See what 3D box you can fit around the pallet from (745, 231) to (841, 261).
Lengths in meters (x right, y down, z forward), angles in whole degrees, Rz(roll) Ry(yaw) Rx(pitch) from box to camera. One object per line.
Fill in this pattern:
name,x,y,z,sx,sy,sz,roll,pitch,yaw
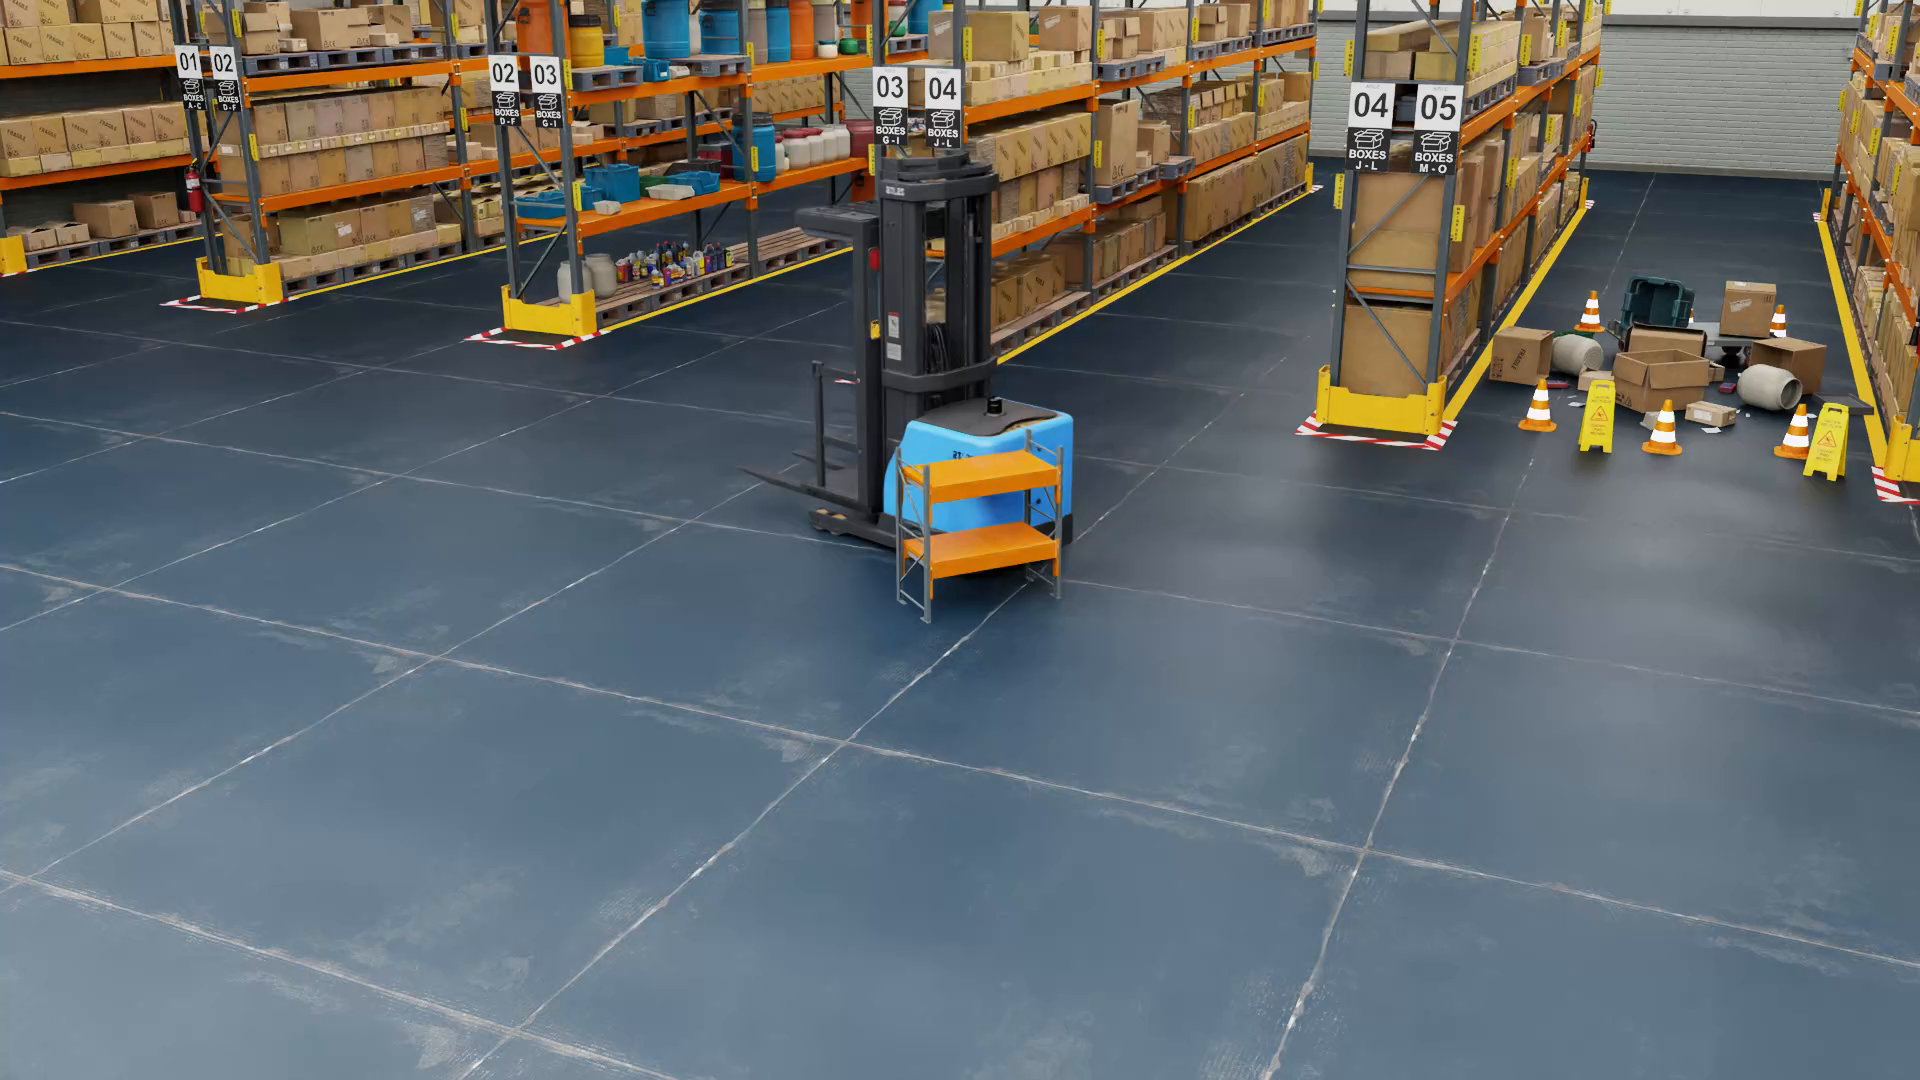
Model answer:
pallet,-2.519,-4.460,25.194,1.003,0.211,1.213,9,21,23

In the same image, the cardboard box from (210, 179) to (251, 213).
cardboard box,-12.056,-5.770,27.791,0.700,0.500,0.500,9,22,25

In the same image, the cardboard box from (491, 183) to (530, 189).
cardboard box,-7.294,-5.630,26.962,0.500,0.311,0.500,8,21,22

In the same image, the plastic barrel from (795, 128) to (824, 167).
plastic barrel,-2.234,-5.837,24.702,0.433,0.535,0.433,0,20,0

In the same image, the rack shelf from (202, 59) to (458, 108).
rack shelf,-8.640,-6.298,22.798,1.077,0.370,4.000,9,21,23

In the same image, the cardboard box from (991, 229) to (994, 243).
cardboard box,0.147,-3.336,18.247,0.380,0.149,0.250,9,21,23

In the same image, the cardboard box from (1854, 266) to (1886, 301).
cardboard box,11.654,-3.126,20.576,0.950,0.372,0.625,7,21,19

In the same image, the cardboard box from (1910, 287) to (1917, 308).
cardboard box,8.781,-2.168,14.963,0.380,0.149,0.250,9,21,24

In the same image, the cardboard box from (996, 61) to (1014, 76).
cardboard box,0.366,-5.142,18.102,0.380,0.149,0.250,8,21,23

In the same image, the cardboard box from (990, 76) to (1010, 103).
cardboard box,0.216,-4.865,17.918,0.500,0.250,0.500,8,21,21

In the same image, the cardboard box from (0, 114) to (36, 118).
cardboard box,-13.766,-5.908,24.181,0.500,0.500,0.500,9,21,23

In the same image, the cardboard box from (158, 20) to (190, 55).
cardboard box,-12.324,-7.794,25.752,0.500,0.500,0.500,9,22,24

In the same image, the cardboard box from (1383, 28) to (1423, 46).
cardboard box,4.306,-4.915,16.246,0.380,0.149,0.250,9,21,23

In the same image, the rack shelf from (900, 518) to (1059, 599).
rack shelf,0.134,0.121,11.681,1.000,0.278,0.538,-9,22,-25

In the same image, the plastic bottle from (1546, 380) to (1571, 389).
plastic bottle,6.260,-1.633,17.469,0.283,0.061,0.133,1,20,4

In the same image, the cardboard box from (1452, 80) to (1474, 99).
cardboard box,4.494,-4.141,15.258,0.380,0.149,0.250,9,21,23

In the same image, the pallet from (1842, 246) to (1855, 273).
pallet,13.285,-4.000,23.901,1.003,0.211,1.213,9,21,23

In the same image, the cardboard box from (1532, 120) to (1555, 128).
cardboard box,8.560,-6.103,24.513,0.380,0.149,0.250,8,21,21

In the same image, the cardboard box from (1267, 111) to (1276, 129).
cardboard box,5.131,-7.248,28.654,0.500,0.250,0.500,8,21,22

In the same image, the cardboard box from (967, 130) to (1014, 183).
cardboard box,0.262,-4.193,18.196,0.500,0.500,0.500,9,21,23

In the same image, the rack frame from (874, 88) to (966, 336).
rack frame,-0.423,-3.252,17.635,1.000,3.000,0.127,9,21,23

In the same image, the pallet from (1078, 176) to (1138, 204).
pallet,1.661,-4.598,21.706,1.003,0.211,1.213,9,21,23

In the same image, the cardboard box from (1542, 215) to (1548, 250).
cardboard box,8.268,-4.499,24.246,0.500,0.500,0.500,8,21,21

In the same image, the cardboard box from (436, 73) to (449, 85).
cardboard box,-9.862,-8.707,31.234,0.500,0.250,0.500,9,21,23

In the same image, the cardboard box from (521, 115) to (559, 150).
cardboard box,-6.855,-6.589,26.872,0.500,0.500,0.500,7,21,20

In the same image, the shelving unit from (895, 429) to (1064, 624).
shelving unit,0.134,-0.110,11.599,1.048,1.125,0.538,-9,22,-25

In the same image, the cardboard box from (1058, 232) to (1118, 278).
cardboard box,1.699,-3.832,22.341,0.700,0.500,0.500,8,21,22

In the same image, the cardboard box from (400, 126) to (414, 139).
cardboard box,-8.052,-5.839,23.793,0.380,0.149,0.250,9,21,23

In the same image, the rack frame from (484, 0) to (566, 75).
rack frame,-4.941,-6.758,18.541,1.000,3.000,0.127,9,21,23

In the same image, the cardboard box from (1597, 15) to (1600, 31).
cardboard box,10.448,-8.677,27.892,0.500,0.250,0.500,8,21,21

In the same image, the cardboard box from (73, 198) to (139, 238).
cardboard box,-13.035,-4.911,25.375,0.700,0.500,0.500,7,21,19

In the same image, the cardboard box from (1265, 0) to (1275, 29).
cardboard box,4.981,-9.037,28.500,0.700,0.500,0.500,10,22,25

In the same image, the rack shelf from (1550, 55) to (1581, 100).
rack shelf,8.156,-6.671,23.848,1.077,0.370,4.000,9,21,23

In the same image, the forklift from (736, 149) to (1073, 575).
forklift,-0.560,-1.527,12.888,3.031,2.935,1.130,17,26,40

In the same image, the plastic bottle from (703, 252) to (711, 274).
plastic bottle,-3.412,-3.731,22.380,0.061,0.283,0.133,10,22,26

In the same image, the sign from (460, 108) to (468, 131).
sign,-7.314,-6.204,24.528,0.100,0.325,0.005,9,21,23

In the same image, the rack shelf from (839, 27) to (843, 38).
rack shelf,-3.726,-9.966,33.112,1.077,0.370,4.000,9,21,23

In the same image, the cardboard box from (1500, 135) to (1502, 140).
cardboard box,5.897,-4.434,19.318,0.700,0.500,0.500,8,21,22

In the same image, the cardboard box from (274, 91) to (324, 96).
cardboard box,-11.377,-7.462,28.667,0.700,0.500,0.500,9,21,23

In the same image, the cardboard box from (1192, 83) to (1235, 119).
cardboard box,3.945,-7.035,26.628,0.797,0.503,0.637,9,21,23

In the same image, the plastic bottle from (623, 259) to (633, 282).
plastic bottle,-4.364,-3.539,21.841,0.061,0.283,0.133,9,21,23

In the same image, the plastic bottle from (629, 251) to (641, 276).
plastic bottle,-4.340,-3.679,22.133,0.144,0.351,0.185,10,22,25

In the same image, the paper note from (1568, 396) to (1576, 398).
paper note,6.293,-1.472,17.093,0.123,0.001,0.032,-14,24,-33

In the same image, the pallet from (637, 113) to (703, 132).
pallet,-5.391,-7.562,30.043,1.003,0.211,1.213,9,21,23

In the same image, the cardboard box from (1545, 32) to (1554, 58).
cardboard box,7.182,-6.241,20.922,0.500,0.311,0.500,9,21,23

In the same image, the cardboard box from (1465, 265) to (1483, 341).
cardboard box,5.377,-2.777,18.845,0.875,0.875,0.875,9,21,24

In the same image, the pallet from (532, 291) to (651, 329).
pallet,-4.616,-2.895,20.793,1.003,0.211,1.213,9,21,23

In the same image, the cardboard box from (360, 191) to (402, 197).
cardboard box,-8.494,-4.838,24.453,0.500,0.500,0.500,9,21,23

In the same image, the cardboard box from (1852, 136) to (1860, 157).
cardboard box,13.095,-5.629,23.799,0.500,0.250,0.500,8,21,21

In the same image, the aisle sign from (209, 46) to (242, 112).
aisle sign,-9.206,-5.775,20.850,0.394,0.787,0.004,9,21,23

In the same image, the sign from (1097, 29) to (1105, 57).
sign,1.713,-6.059,20.281,0.100,0.325,0.005,9,21,23

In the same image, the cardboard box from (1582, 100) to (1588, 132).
cardboard box,10.249,-7.133,27.955,0.500,0.500,0.500,9,21,23

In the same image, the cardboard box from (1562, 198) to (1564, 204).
cardboard box,9.751,-5.602,27.429,0.380,0.149,0.250,10,22,25

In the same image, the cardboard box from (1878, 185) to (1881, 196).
cardboard box,11.291,-4.184,20.005,0.380,0.149,0.250,7,21,19
